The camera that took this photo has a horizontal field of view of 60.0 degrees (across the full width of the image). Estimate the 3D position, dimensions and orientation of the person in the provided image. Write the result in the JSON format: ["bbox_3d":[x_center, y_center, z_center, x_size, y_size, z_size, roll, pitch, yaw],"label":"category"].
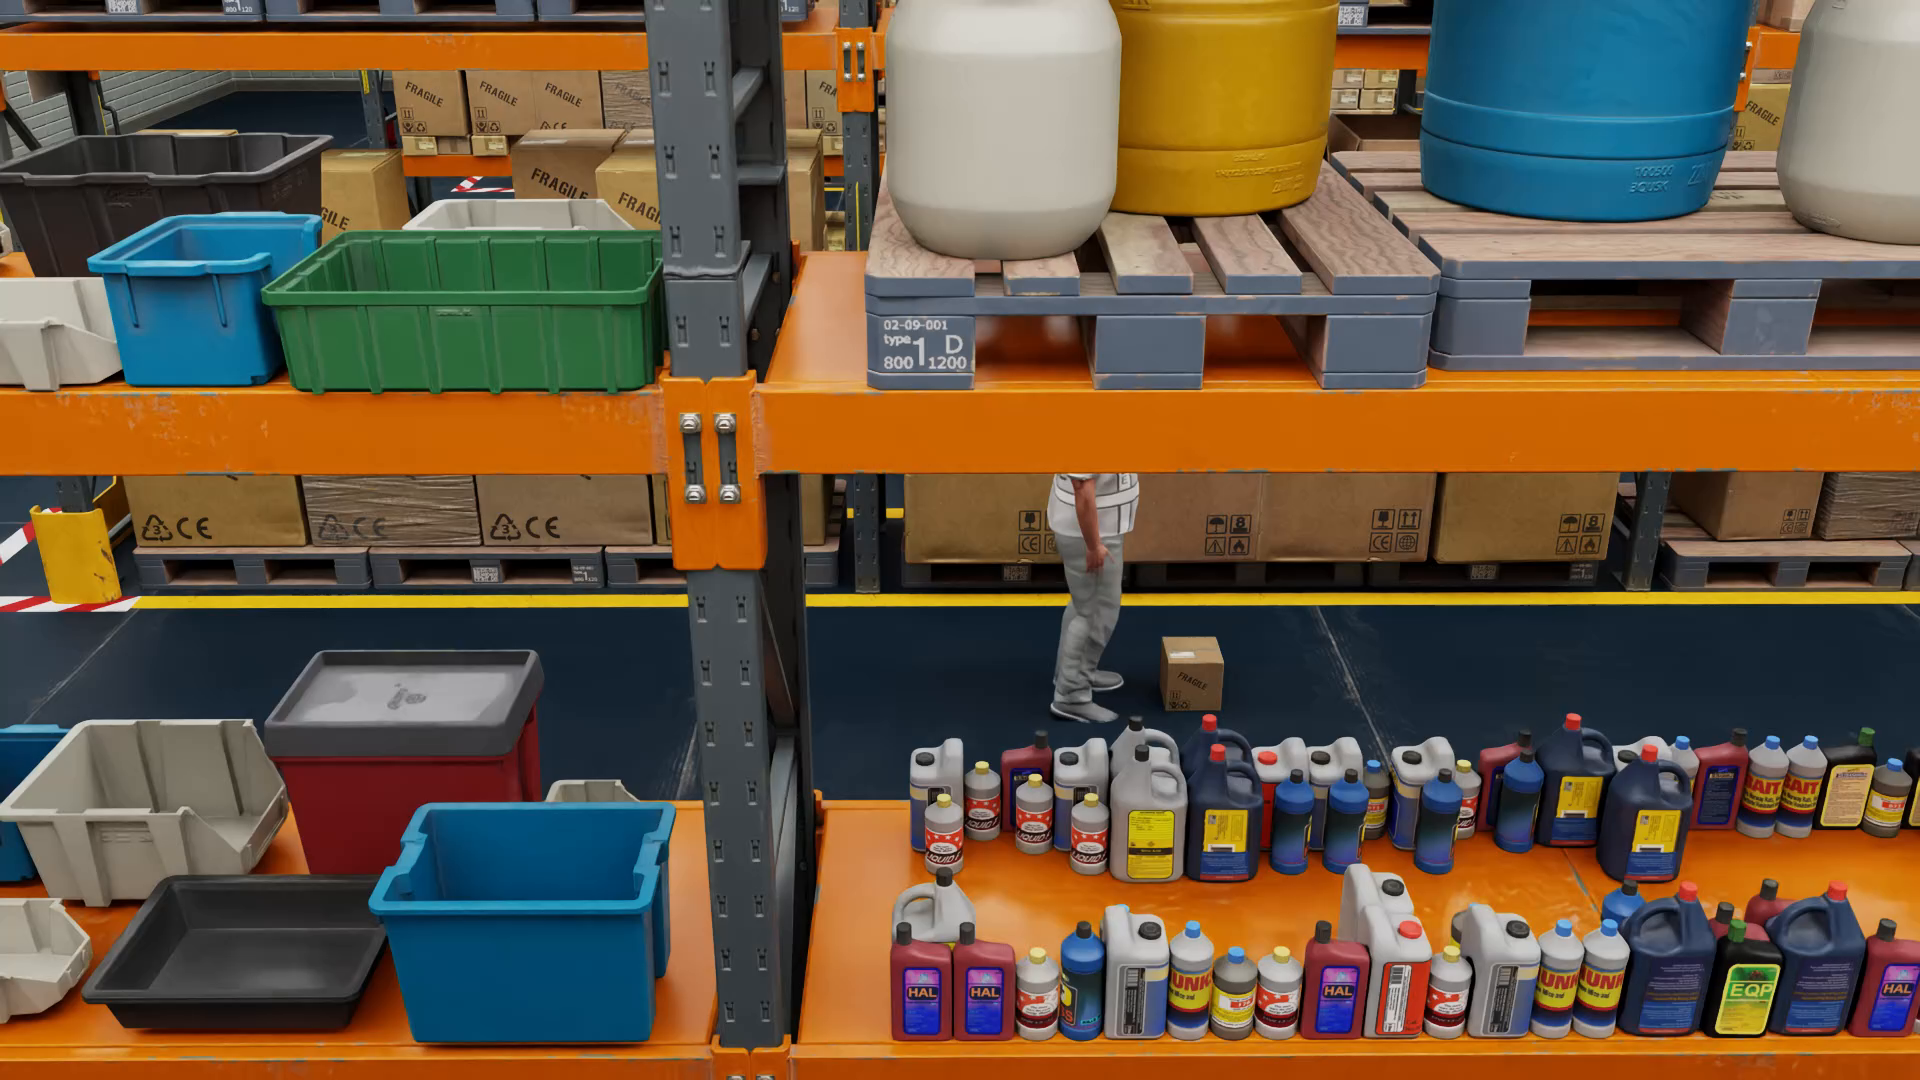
[{"bbox_3d":[0.577,-0.060,7.275,0.392,1.804,0.539,0,24,0],"label":"person"}]
